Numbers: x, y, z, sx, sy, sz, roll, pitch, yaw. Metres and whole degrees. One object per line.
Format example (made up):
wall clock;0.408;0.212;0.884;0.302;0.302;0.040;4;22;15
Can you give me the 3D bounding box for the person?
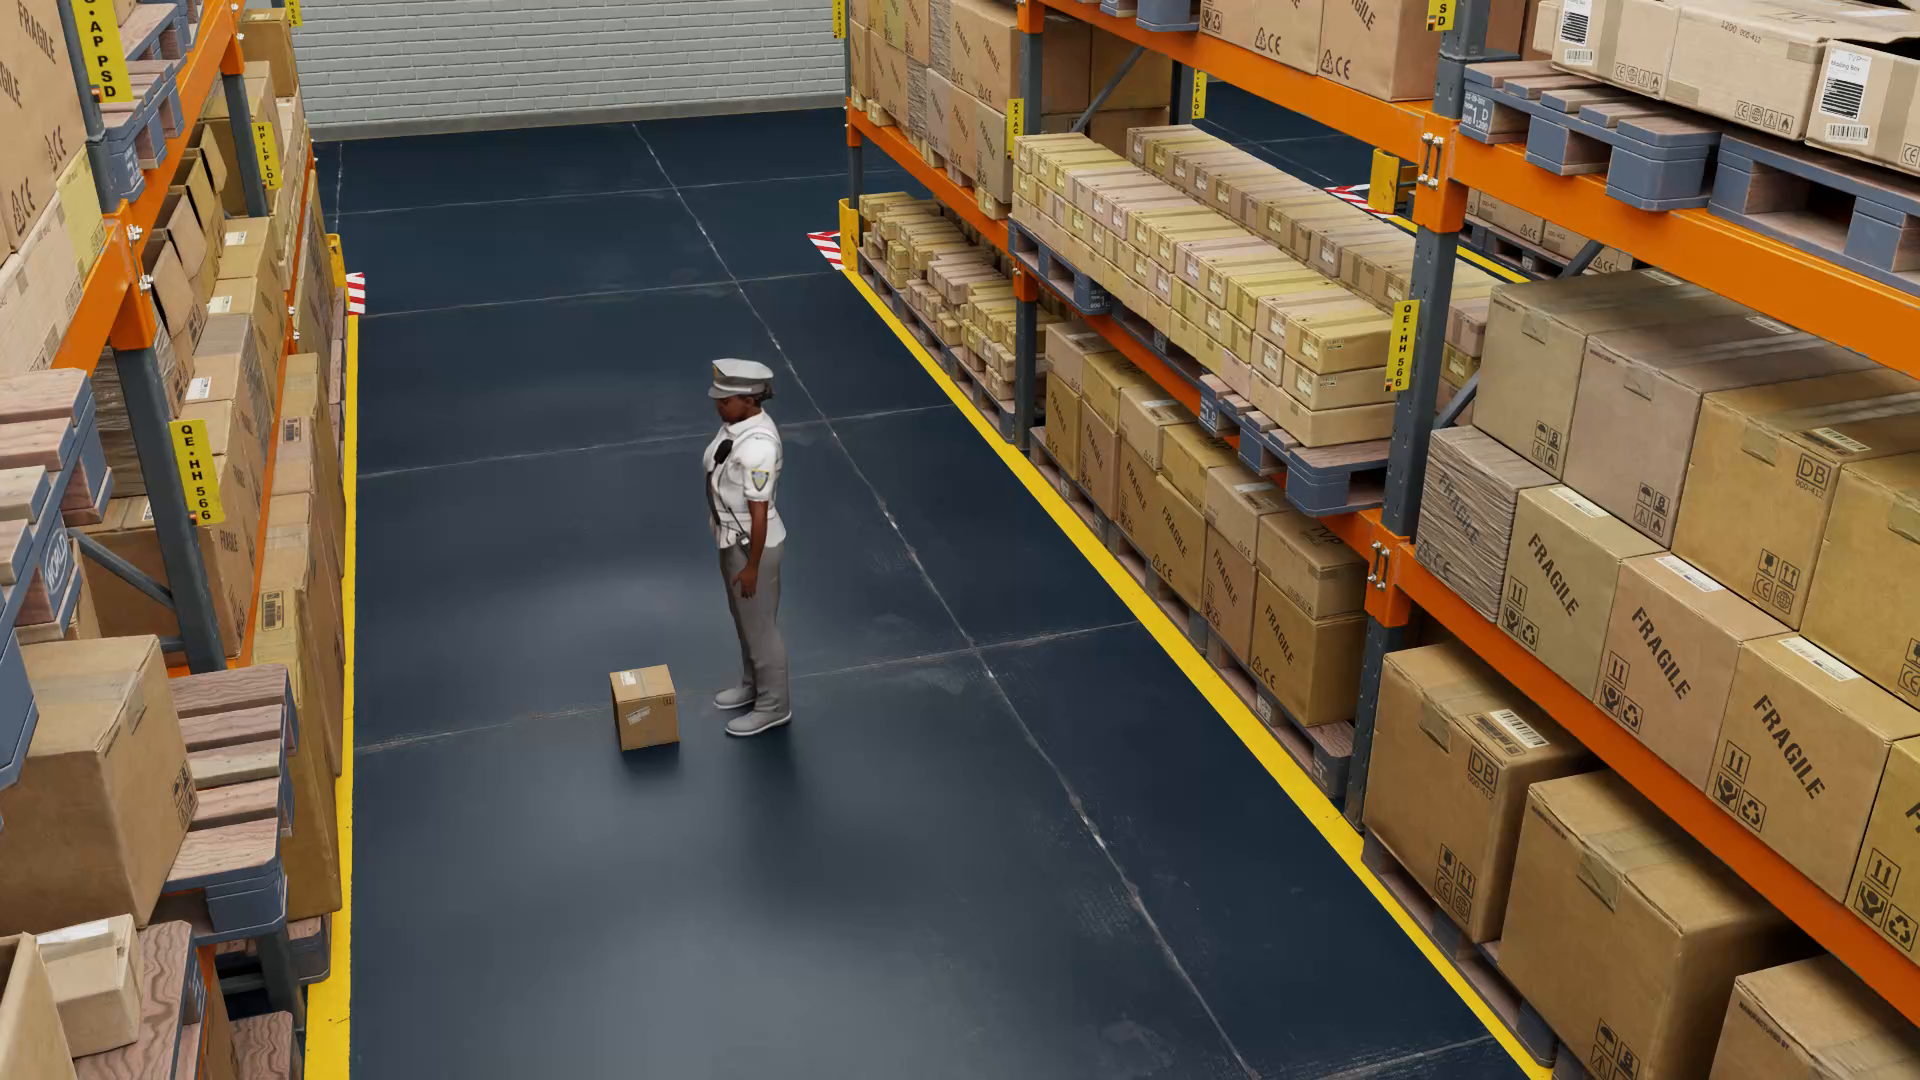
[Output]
person;-0.905;0.033;7.041;0.344;1.682;0.442;-8;28;-15
